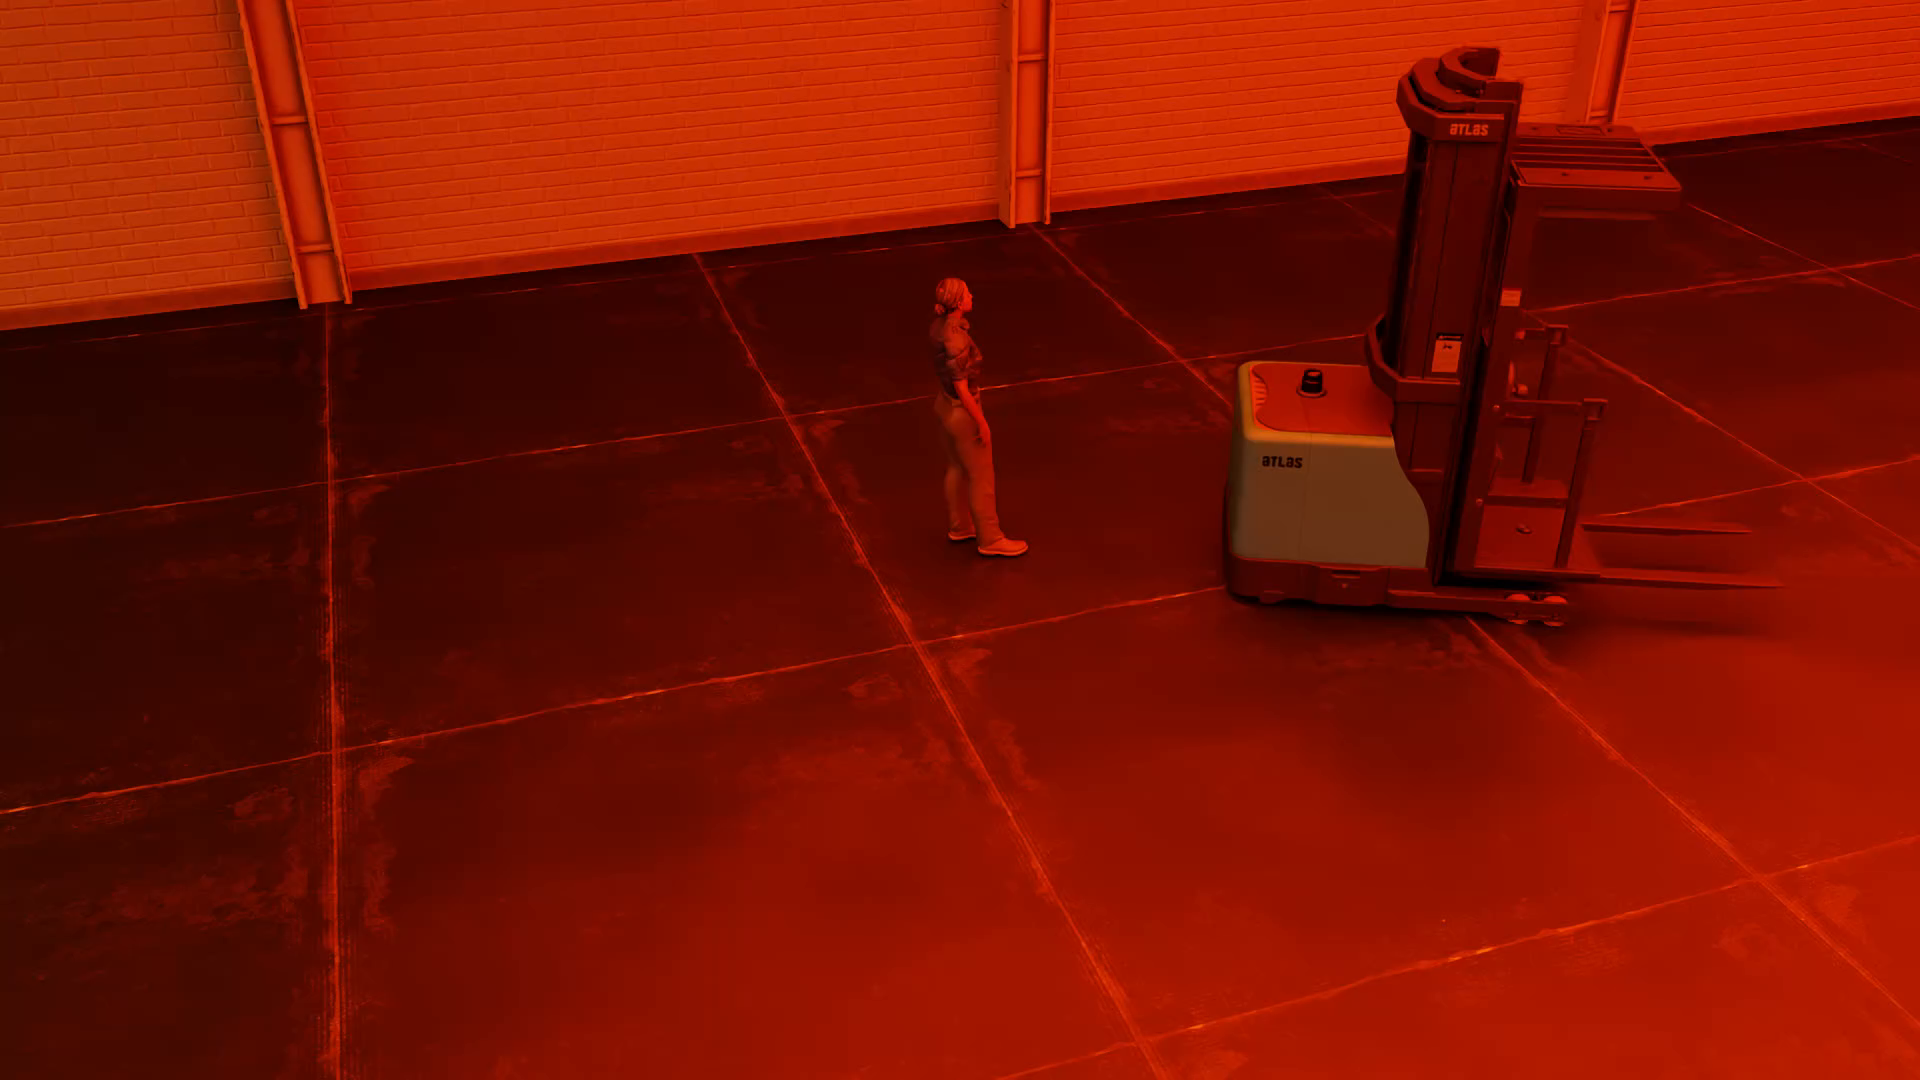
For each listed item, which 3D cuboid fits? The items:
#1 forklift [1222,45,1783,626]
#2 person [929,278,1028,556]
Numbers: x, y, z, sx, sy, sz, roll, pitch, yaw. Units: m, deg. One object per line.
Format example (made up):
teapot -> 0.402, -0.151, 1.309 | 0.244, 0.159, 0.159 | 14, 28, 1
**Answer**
forklift -> 3.061, -1.074, 8.954 | 3.031, 2.935, 1.130 | 3, 30, 6
person -> 0.089, -0.728, 9.618 | 0.504, 1.654, 0.570 | -10, 31, -16
